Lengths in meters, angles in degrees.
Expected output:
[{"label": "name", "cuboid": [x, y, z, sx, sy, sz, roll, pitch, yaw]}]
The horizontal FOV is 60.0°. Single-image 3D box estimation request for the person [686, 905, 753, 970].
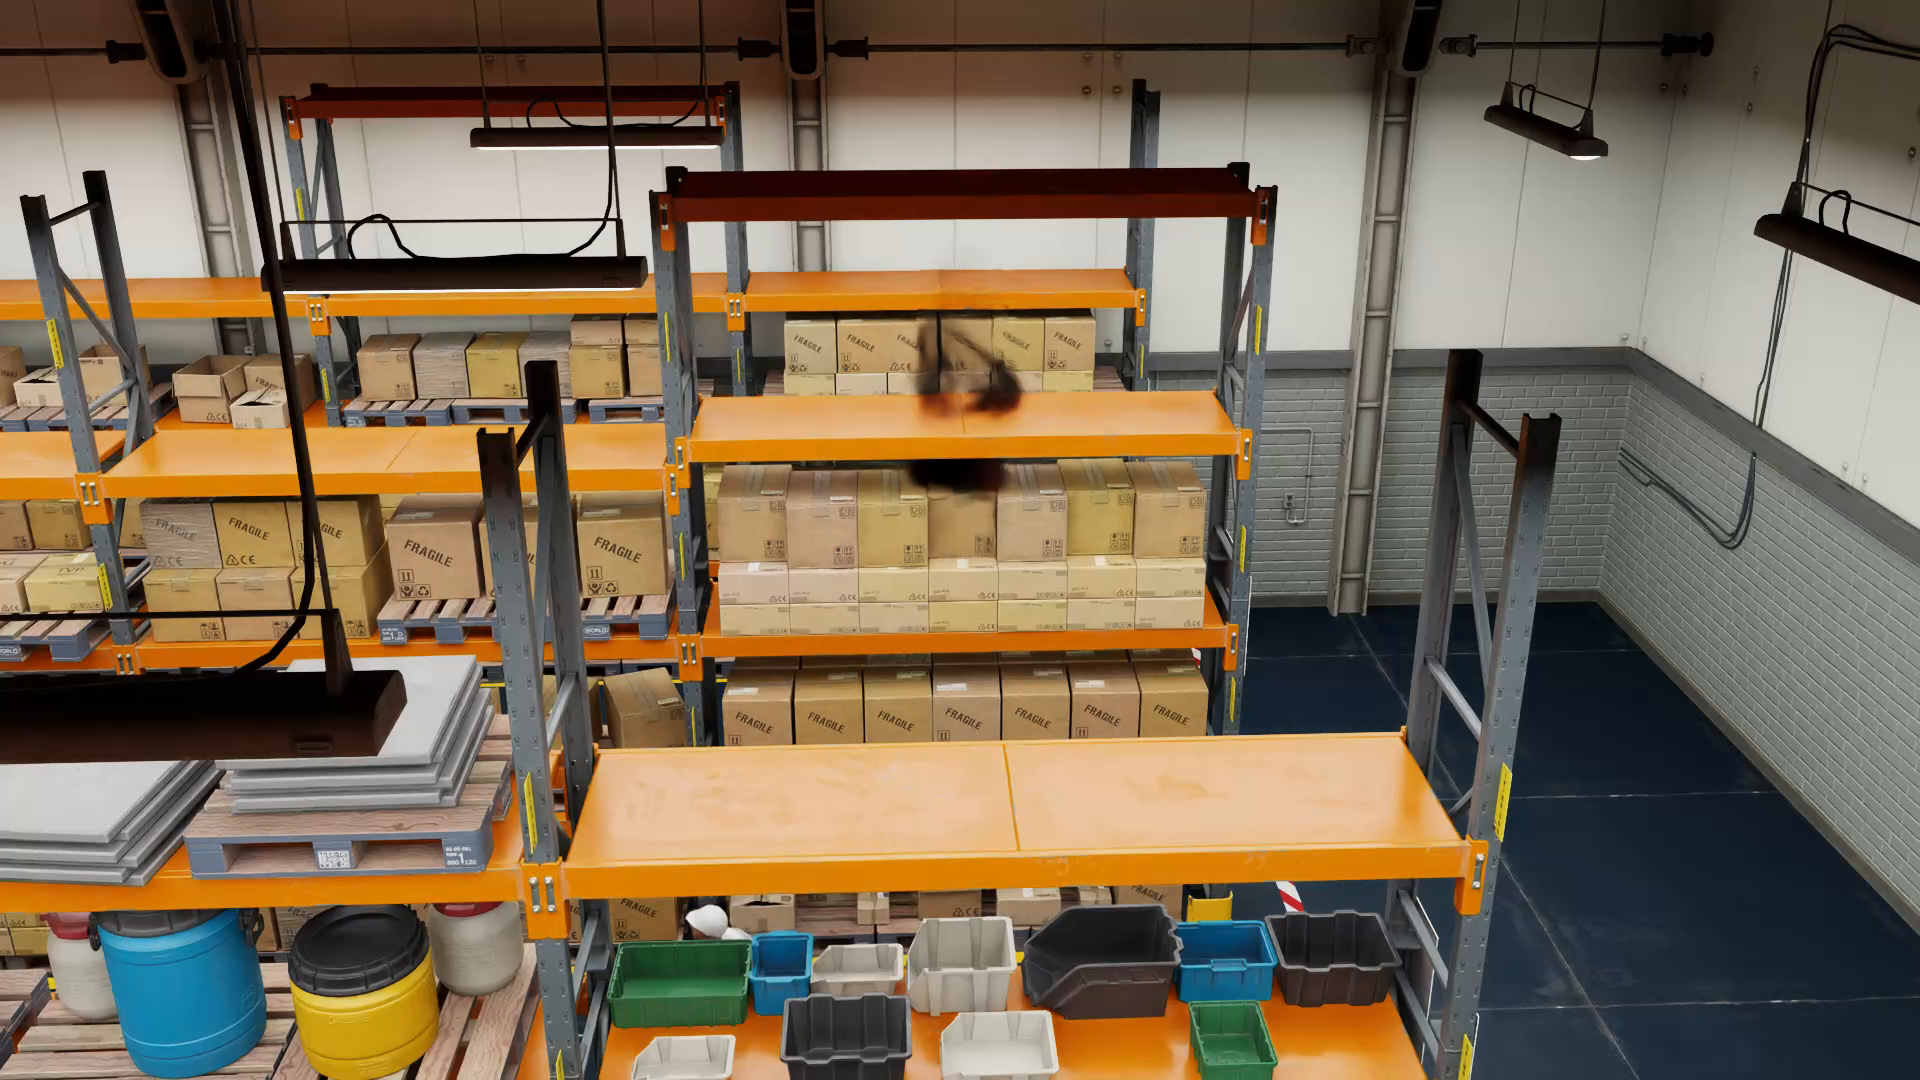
[{"label": "person", "cuboid": [-1.567, 3.200, 10.906, 0.854, 1.826, 0.655, 0, 22, -1]}]
